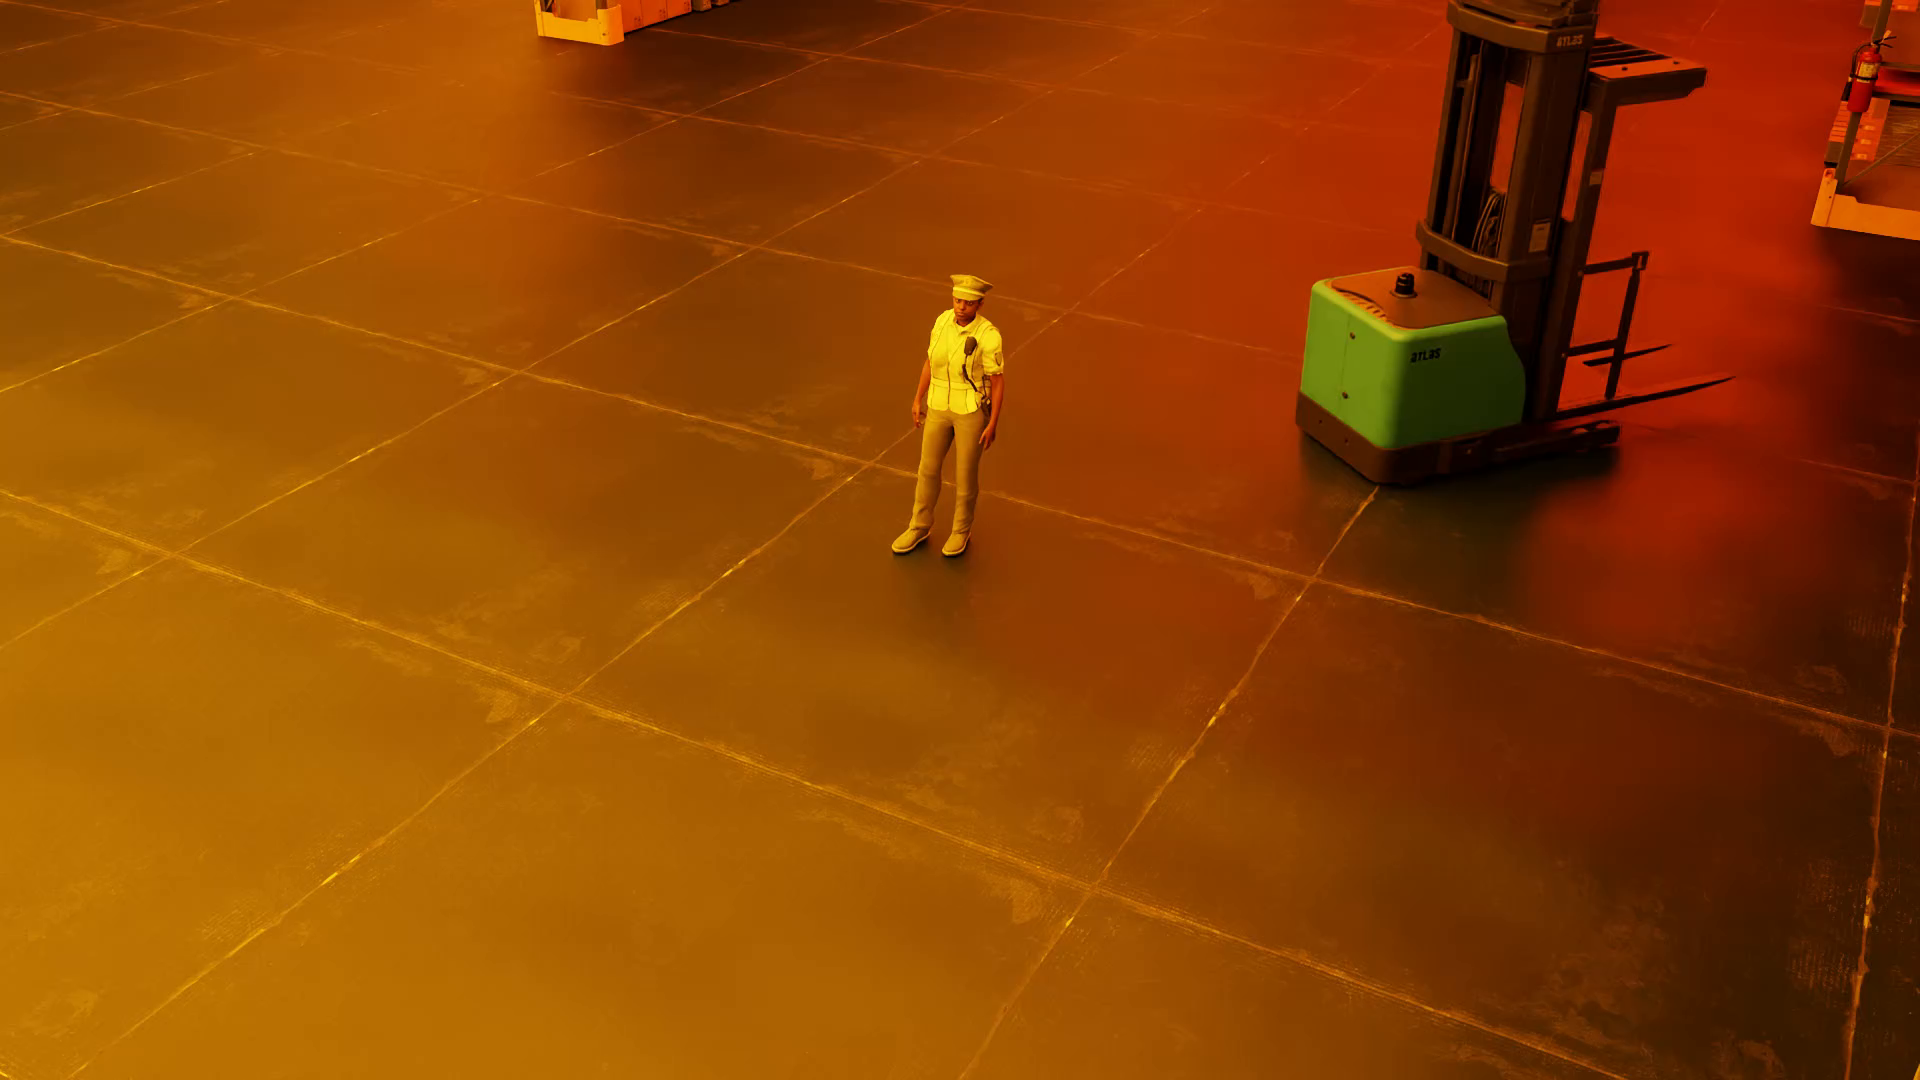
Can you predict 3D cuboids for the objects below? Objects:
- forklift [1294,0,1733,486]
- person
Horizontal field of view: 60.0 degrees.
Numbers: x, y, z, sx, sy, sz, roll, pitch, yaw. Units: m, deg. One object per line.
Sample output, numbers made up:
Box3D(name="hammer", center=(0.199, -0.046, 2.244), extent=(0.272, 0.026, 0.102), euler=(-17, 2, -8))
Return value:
Box3D(name="forklift", center=(3.829, -2.075, 10.666), extent=(3.031, 2.935, 1.130), euler=(-12, 32, -19))
Box3D(name="person", center=(-0.053, -0.711, 9.528), extent=(0.570, 1.692, 0.530), euler=(15, 33, 25))
